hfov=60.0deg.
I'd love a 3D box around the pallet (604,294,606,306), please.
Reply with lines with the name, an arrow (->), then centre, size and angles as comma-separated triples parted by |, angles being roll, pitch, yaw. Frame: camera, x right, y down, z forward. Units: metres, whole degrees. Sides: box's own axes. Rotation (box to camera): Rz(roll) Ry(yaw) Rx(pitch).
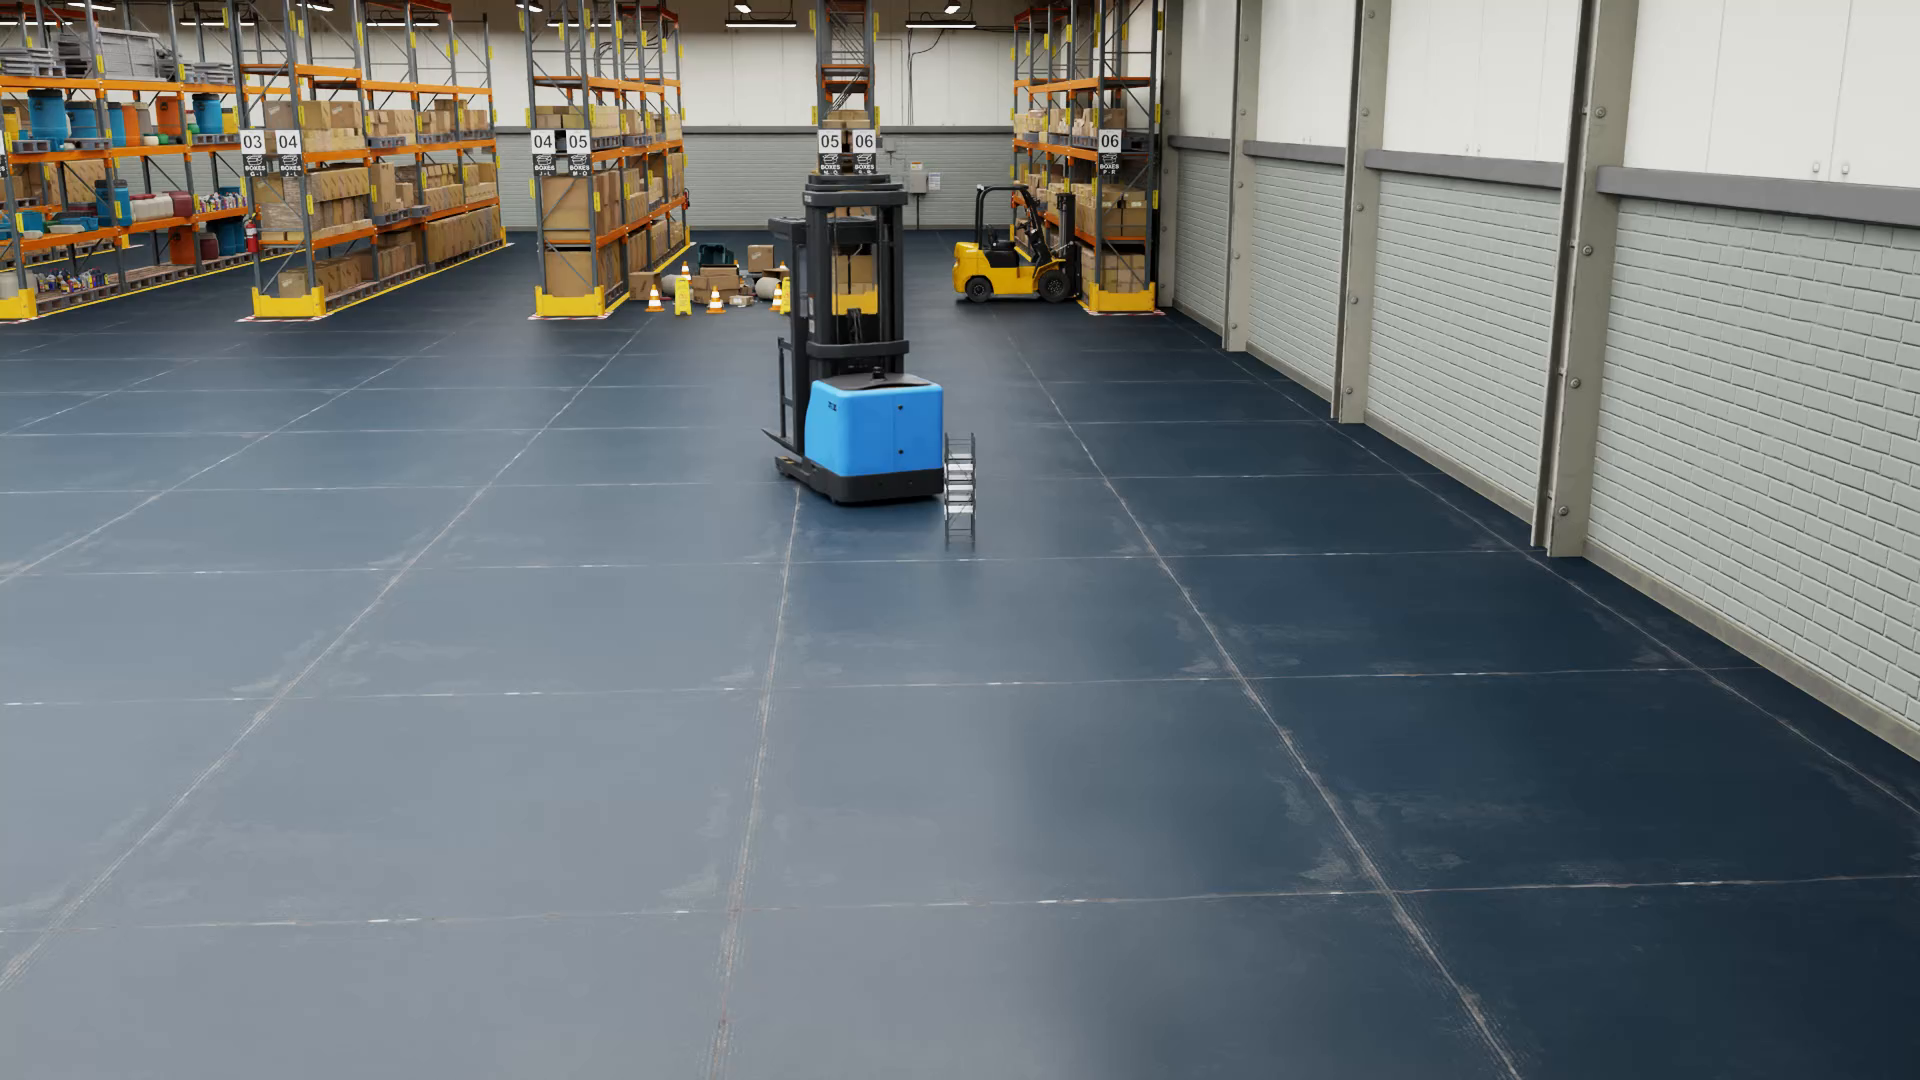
pallet -> -7.062, -4.326, 30.416 | 1.003, 0.211, 1.213 | -1, 14, -3

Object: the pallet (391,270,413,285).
pallet -> -12.267, -5.569, 35.248 | 1.003, 0.211, 1.213 | -1, 14, -3

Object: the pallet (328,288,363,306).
pallet -> -11.983, -4.601, 31.485 | 1.003, 0.211, 1.213 | -1, 14, -3

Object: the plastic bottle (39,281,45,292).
plastic bottle -> -17.259, -4.763, 31.250 | 0.097, 0.201, 0.097 | 0, 14, 0

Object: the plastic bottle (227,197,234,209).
plastic bottle -> -17.169, -7.932, 39.085 | 0.152, 0.276, 0.135 | -1, 14, -3

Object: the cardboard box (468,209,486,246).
cardboard box -> -12.651, -7.975, 42.424 | 0.875, 0.875, 0.875 | -1, 14, -3

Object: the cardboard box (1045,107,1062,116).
cardboard box -> 2.298, -10.495, 40.807 | 0.396, 0.266, 0.258 | -1, 14, -4

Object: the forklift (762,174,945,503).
forklift -> -1.197, -2.079, 16.225 | 1.130, 2.935, 3.031 | -6, 16, -23

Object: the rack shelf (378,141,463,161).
rack shelf -> -12.510, -9.018, 38.482 | 1.077, 0.370, 4.000 | -1, 14, -3

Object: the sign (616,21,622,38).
sign -> -6.627, -9.910, 32.292 | 0.100, 0.325, 0.005 | -1, 14, -3

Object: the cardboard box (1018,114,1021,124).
cardboard box -> 1.797, -11.037, 43.586 | 0.500, 0.250, 0.500 | -1, 14, -4

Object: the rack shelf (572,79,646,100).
rack shelf -> -7.306, -9.334, 34.491 | 1.077, 0.370, 4.000 | -1, 14, -3

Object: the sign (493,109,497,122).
sign -> -12.340, -11.254, 44.110 | 0.100, 0.325, 0.005 | -1, 14, -3

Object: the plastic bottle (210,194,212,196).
plastic bottle -> -17.973, -8.148, 39.907 | 0.061, 0.283, 0.133 | -1, 14, -3

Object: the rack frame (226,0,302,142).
rack frame -> -11.891, -8.333, 28.352 | 1.000, 3.000, 0.127 | -1, 14, -3

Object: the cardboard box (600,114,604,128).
cardboard box -> -6.772, -7.630, 30.303 | 0.500, 0.250, 0.500 | -1, 14, -4

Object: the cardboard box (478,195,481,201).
cardboard box -> -12.401, -8.691, 42.289 | 0.380, 0.149, 0.250 | -1, 14, -3

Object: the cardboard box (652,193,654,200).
cardboard box -> -7.340, -7.994, 38.738 | 0.380, 0.149, 0.250 | -1, 14, -3

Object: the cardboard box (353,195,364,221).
cardboard box -> -12.173, -6.502, 32.478 | 0.875, 0.500, 0.500 | -1, 14, -3

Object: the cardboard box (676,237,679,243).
cardboard box -> -7.534, -7.831, 43.323 | 0.380, 0.149, 0.250 | -1, 14, -2

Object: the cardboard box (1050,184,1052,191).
cardboard box -> 2.202, -7.860, 37.052 | 0.380, 0.149, 0.250 | -1, 14, -2

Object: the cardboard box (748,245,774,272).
cardboard box -> -4.022, -5.696, 33.642 | 0.500, 0.500, 0.500 | -1, 14, -3

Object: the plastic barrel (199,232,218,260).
plastic barrel -> -17.447, -6.778, 38.347 | 0.600, 0.588, 0.708 | -1, 14, -3

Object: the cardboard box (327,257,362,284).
cardboard box -> -12.154, -5.315, 32.836 | 0.500, 0.500, 0.500 | -1, 14, -5

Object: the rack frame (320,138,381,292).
rack frame -> -12.139, -6.422, 32.966 | 1.000, 3.000, 0.127 | -1, 14, -3

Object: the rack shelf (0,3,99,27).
rack shelf -> -22.646, -12.924, 40.969 | 1.077, 0.370, 4.000 | -1, 14, -3

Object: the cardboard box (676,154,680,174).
cardboard box -> -7.576, -9.769, 43.172 | 0.500, 0.500, 0.500 | 0, 14, -1

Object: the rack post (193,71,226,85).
rack post -> -17.325, -10.497, 37.768 | 0.937, 0.300, 0.954 | 1, 14, 3

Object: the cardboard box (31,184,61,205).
cardboard box -> -22.281, -8.439, 40.605 | 0.500, 0.500, 0.500 | -1, 14, -2

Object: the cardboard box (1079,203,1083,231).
cardboard box -> 2.564, -6.206, 31.926 | 0.500, 0.500, 0.500 | -1, 14, -3

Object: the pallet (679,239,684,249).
pallet -> -7.906, -7.886, 44.252 | 1.003, 0.211, 1.213 | -1, 14, -3

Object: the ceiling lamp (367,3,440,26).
ceiling lamp -> -15.478, -15.769, 45.539 | 2.000, 3.185, 0.800 | -1, 14, -3

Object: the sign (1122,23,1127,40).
sign -> 3.262, -10.089, 32.988 | 0.100, 0.325, 0.005 | -1, 14, -3

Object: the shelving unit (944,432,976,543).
shelving unit -> 0.000, -0.438, 13.922 | 0.258, 0.900, 0.210 | -1, 14, -3

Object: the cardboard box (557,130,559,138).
cardboard box -> -7.308, -7.202, 29.437 | 0.380, 0.149, 0.250 | -1, 14, -3

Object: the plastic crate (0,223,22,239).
plastic crate -> -17.198, -5.560, 29.915 | 0.499, 0.251, 0.408 | -1, 14, -3

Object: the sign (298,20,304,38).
sign -> -12.692, -9.846, 32.044 | 0.100, 0.325, 0.005 | -1, 14, -3

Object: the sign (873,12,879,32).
sign -> -1.458, -8.985, 28.853 | 0.100, 0.325, 0.005 | -1, 14, -3

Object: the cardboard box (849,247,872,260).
cardboard box -> -1.877, -5.414, 32.217 | 0.500, 0.500, 0.500 | 0, 14, 0

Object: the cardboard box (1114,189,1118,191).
cardboard box -> 3.092, -6.509, 31.206 | 0.380, 0.149, 0.250 | 0, 14, -2

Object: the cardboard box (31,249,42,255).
cardboard box -> -22.183, -7.021, 39.427 | 0.500, 0.500, 0.500 | -1, 14, -3

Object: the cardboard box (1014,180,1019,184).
cardboard box -> 1.722, -9.591, 44.988 | 0.500, 0.250, 0.500 | -1, 14, -3

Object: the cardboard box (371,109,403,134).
cardboard box -> -12.049, -8.794, 34.964 | 0.500, 0.500, 0.500 | -1, 14, -2

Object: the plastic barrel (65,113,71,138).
plastic barrel -> -17.251, -7.946, 31.801 | 0.421, 0.512, 0.421 | 0, 14, 0

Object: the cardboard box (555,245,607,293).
cardboard box -> -7.099, -5.039, 31.014 | 0.875, 0.875, 0.875 | -1, 14, -4

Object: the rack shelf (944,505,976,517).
rack shelf -> 0.000, -0.231, 13.975 | 0.258, 0.077, 0.200 | -1, 14, -3

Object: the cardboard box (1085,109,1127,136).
cardboard box -> 2.720, -7.773, 30.954 | 0.700, 0.500, 0.500 | -1, 14, -3

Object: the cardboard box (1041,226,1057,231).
cardboard box -> 2.121, -7.403, 39.653 | 0.380, 0.149, 0.250 | -2, 15, -6

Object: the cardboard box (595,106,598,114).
cardboard box -> -6.668, -7.661, 29.624 | 0.380, 0.149, 0.250 | -1, 14, -4

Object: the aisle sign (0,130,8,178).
aisle sign -> -16.537, -6.596, 28.427 | 0.394, 0.787, 0.004 | -1, 14, -3

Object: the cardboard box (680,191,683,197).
cardboard box -> -7.623, -9.259, 44.499 | 0.380, 0.149, 0.250 | -1, 14, -3

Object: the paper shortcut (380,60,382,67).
paper shortcut -> -12.993, -10.710, 37.313 | 0.009, 0.170, 0.078 | 9, -17, -6

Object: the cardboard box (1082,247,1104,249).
cardboard box -> 2.512, -5.502, 32.059 | 0.500, 0.250, 0.500 | -1, 14, -5
